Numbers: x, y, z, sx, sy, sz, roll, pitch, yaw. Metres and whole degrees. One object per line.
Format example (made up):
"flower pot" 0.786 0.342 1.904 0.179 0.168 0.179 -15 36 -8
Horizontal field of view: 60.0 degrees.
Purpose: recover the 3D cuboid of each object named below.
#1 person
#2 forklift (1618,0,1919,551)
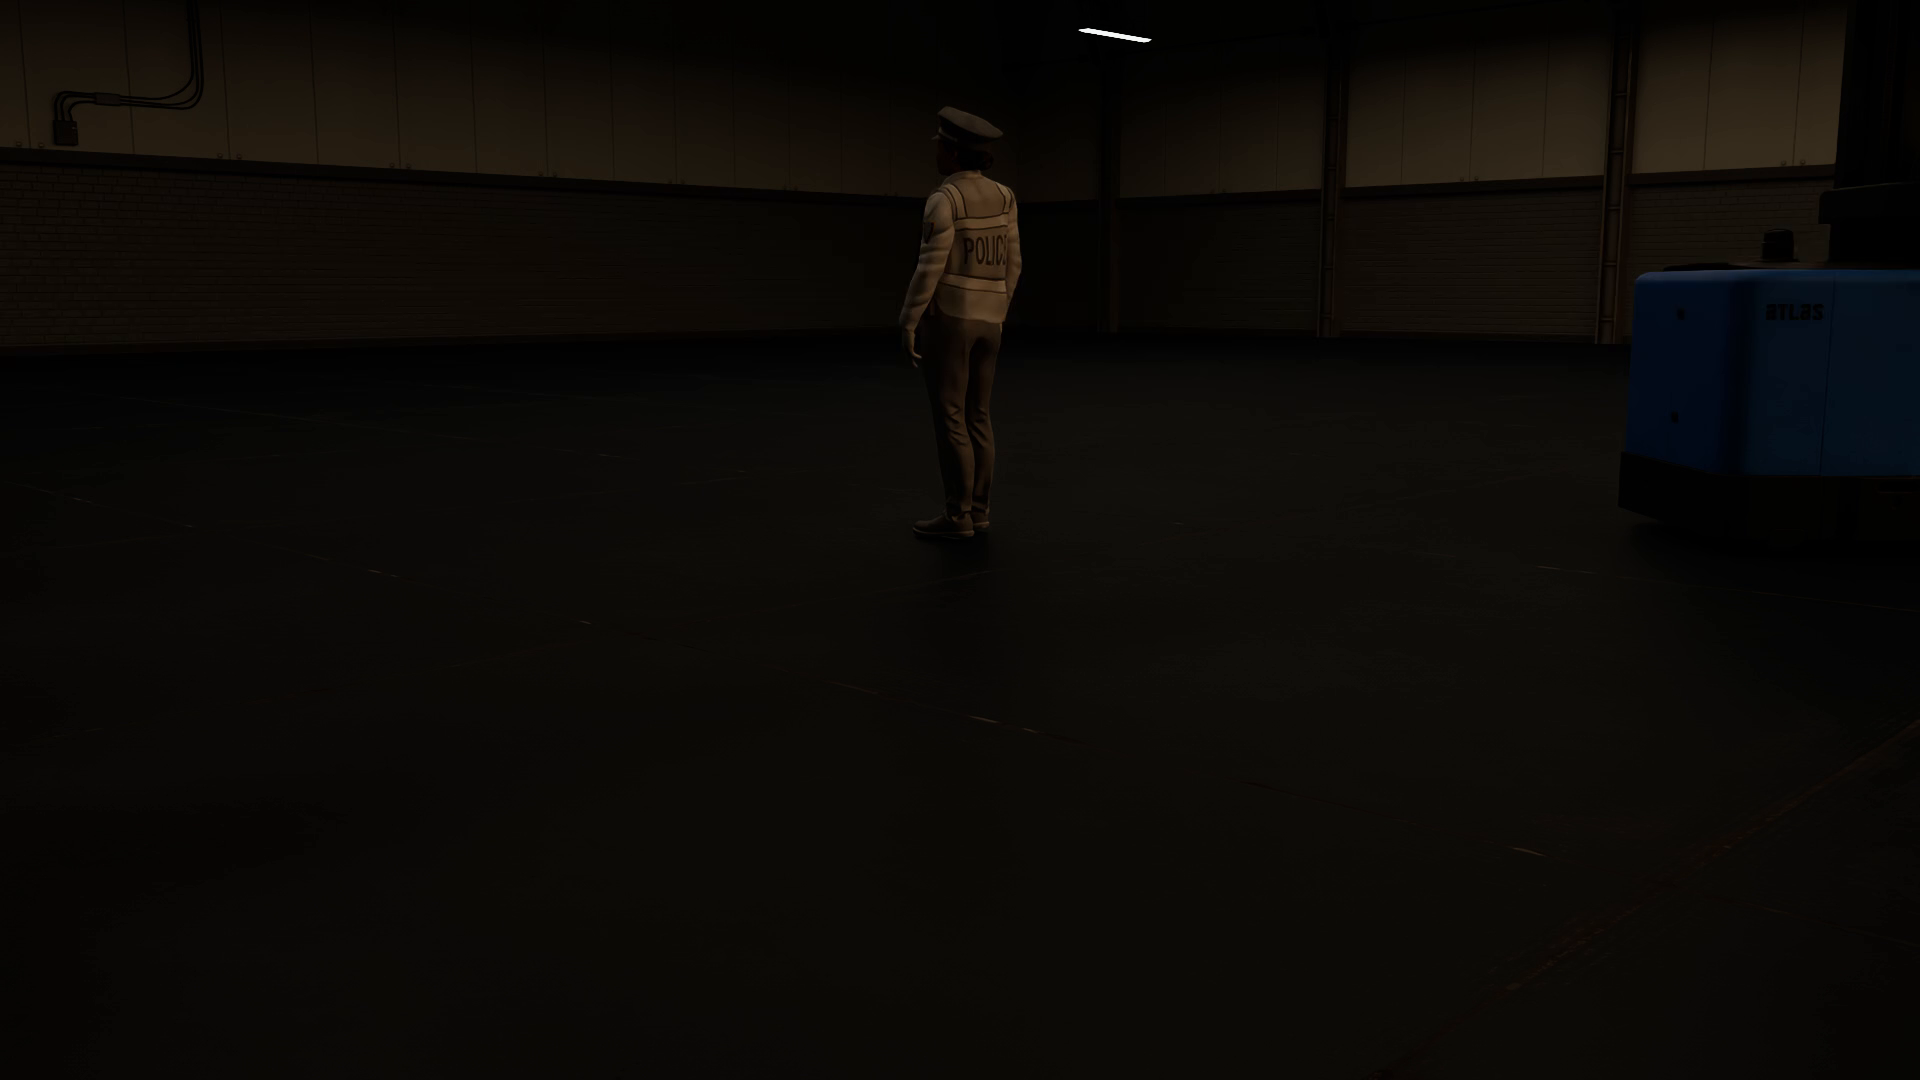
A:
"person" -0.045 -0.853 6.642 0.531 1.695 0.588 8 12 43
"forklift" 4.359 -1.456 6.546 3.031 2.935 1.130 0 9 0
